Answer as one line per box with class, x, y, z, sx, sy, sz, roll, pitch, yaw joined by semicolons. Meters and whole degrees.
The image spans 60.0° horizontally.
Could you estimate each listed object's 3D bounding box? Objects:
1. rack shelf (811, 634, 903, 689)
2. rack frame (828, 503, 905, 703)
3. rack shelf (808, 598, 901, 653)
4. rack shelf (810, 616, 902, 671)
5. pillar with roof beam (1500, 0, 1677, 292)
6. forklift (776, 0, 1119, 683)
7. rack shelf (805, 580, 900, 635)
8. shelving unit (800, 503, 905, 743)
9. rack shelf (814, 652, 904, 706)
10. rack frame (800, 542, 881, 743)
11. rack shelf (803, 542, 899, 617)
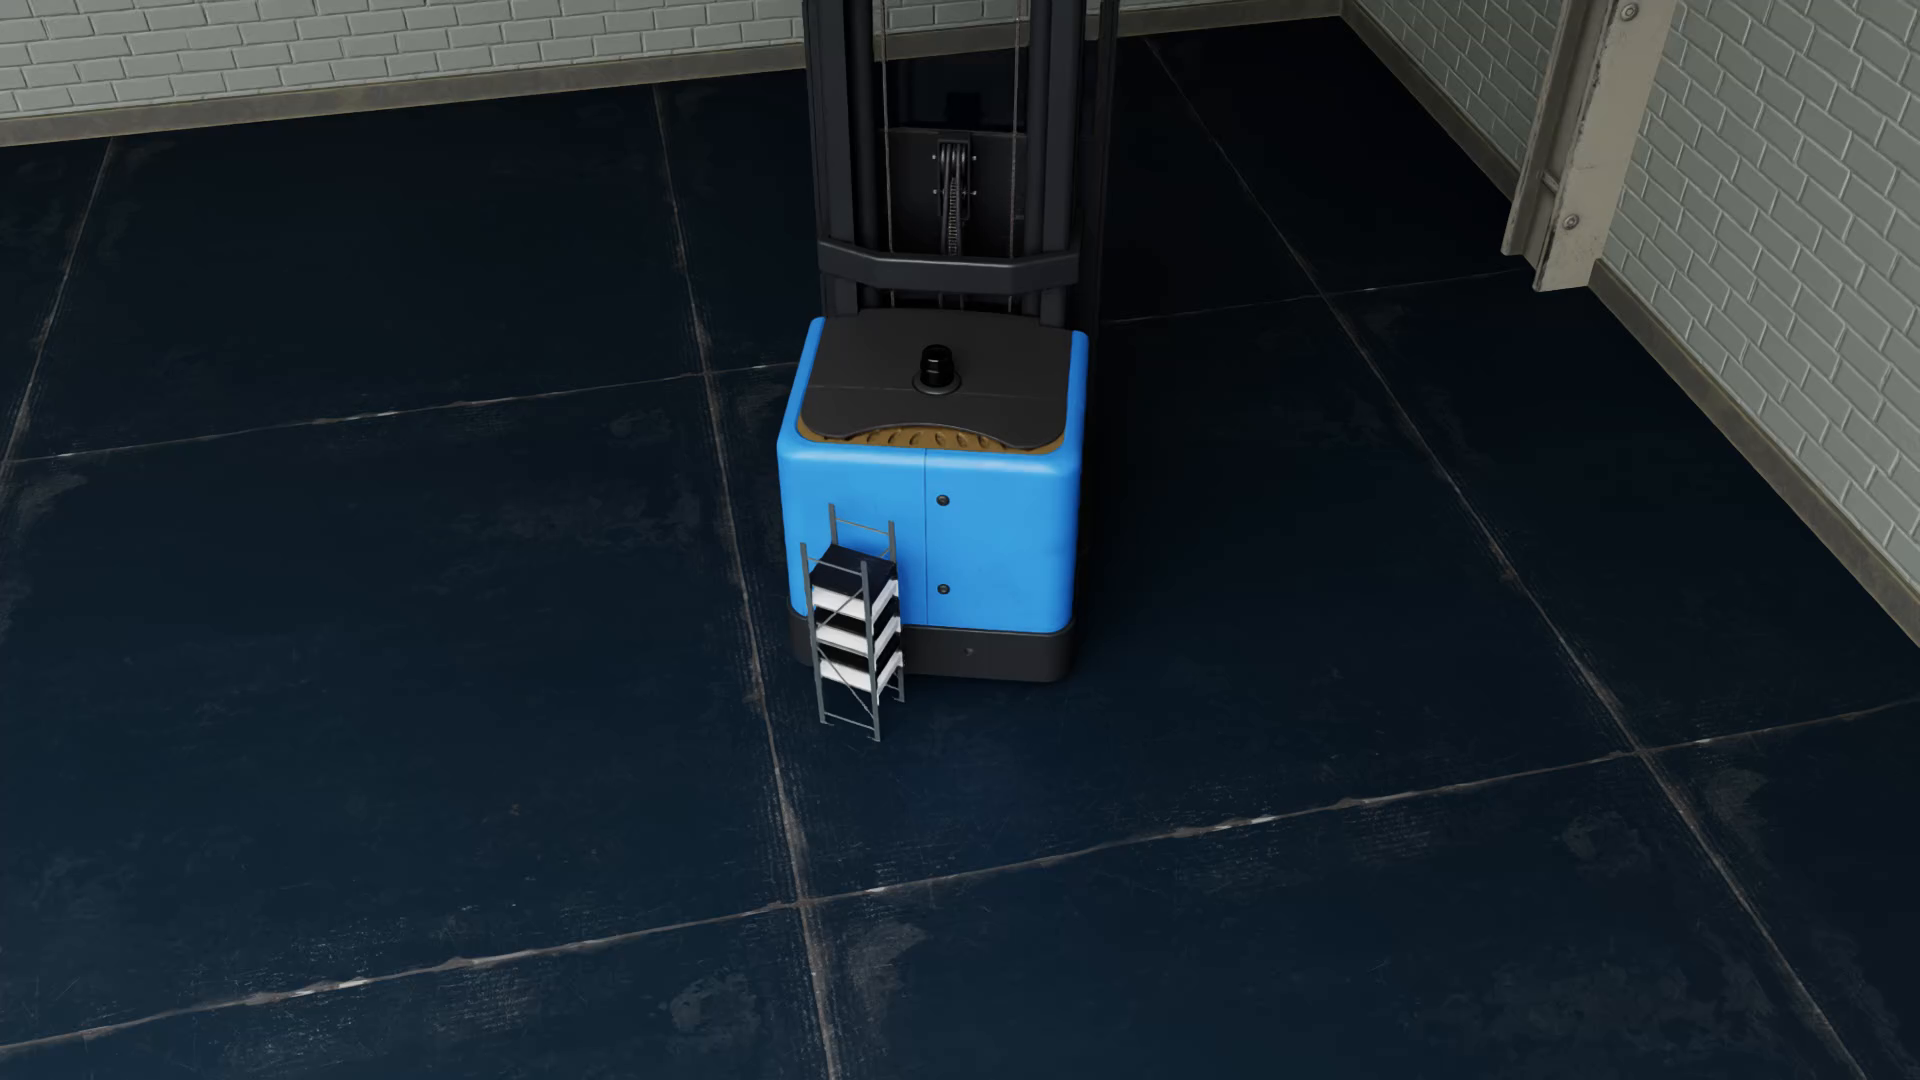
rack shelf;-0.358;0.389;5.813;0.258;0.077;0.200;16;47;18
rack frame;-0.319;0.235;5.795;0.240;0.900;0.006;16;47;18
rack shelf;-0.361;0.259;5.689;0.258;0.077;0.200;16;47;18
rack shelf;-0.359;0.324;5.751;0.258;0.077;0.200;16;47;18
pillar with roof beam;-1.284;-4.108;4.600;9.100;9.000;0.400;-8;42;-9
forklift;0.025;-1.550;6.288;1.130;2.935;3.031;4;42;4
rack shelf;-0.362;0.194;5.626;0.258;0.077;0.200;16;47;18
shelving unit;-0.360;0.300;5.728;0.258;0.900;0.210;16;47;18
rack shelf;-0.356;0.454;5.875;0.258;0.077;0.200;16;47;18
rack frame;-0.401;0.365;5.661;0.240;0.900;0.006;16;47;18
rack shelf;-0.364;0.129;5.564;0.258;0.077;0.200;16;47;18
